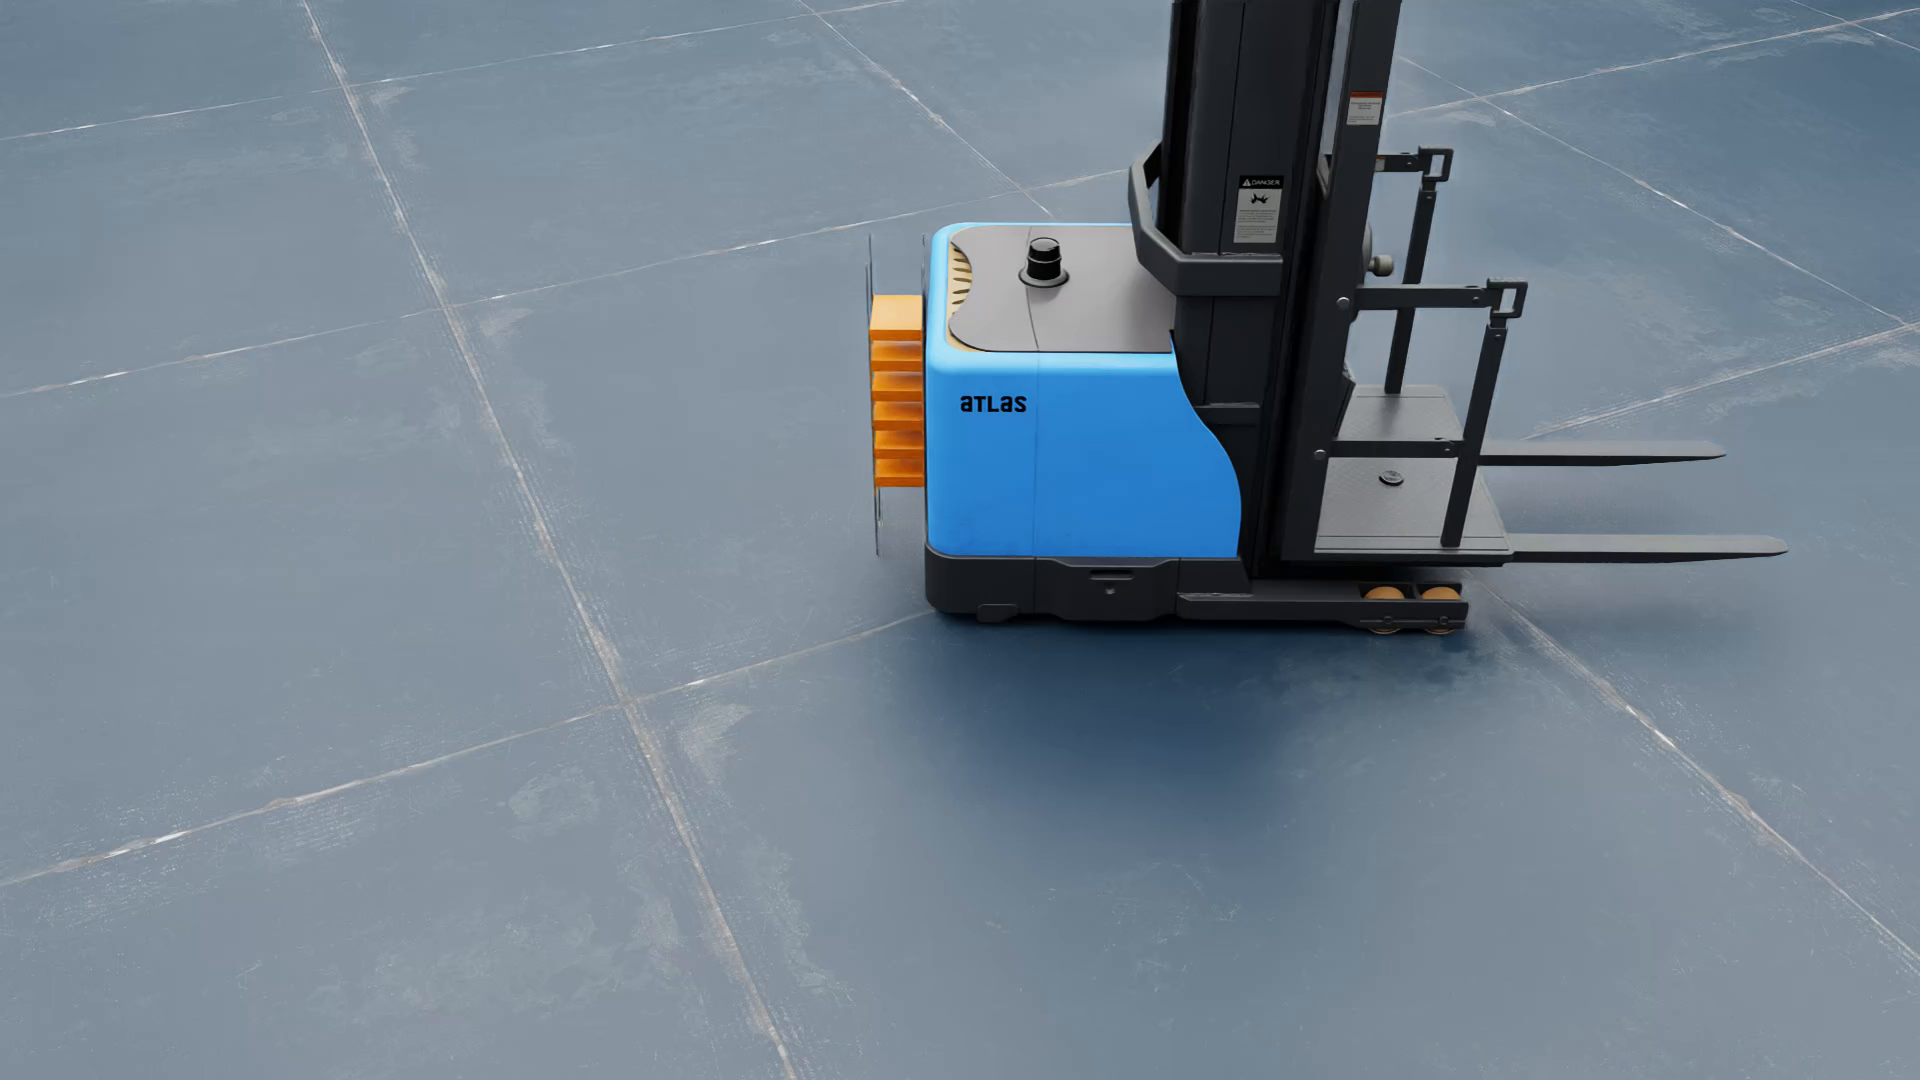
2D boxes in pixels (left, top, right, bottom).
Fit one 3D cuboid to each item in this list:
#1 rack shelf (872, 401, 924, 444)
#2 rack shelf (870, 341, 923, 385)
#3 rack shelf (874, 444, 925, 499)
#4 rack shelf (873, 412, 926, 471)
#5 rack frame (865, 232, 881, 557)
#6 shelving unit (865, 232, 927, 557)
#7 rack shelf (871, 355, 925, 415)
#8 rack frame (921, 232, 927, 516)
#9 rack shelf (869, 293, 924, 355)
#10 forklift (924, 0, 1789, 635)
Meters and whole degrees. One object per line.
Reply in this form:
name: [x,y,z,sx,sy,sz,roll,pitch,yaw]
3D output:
rack shelf: [-0.215,-0.455,5.931,0.180,0.103,0.258,0,37,0]
rack shelf: [-0.215,-0.648,5.788,0.180,0.103,0.258,0,37,0]
rack shelf: [-0.215,-0.262,6.074,0.180,0.103,0.258,0,37,0]
rack shelf: [-0.215,-0.359,6.003,0.180,0.103,0.258,0,37,0]
rack frame: [-0.307,-0.491,5.905,0.006,1.200,0.240,0,37,0]
shelving unit: [-0.215,-0.491,5.905,0.189,1.200,0.258,0,37,0]
rack shelf: [-0.215,-0.552,5.860,0.180,0.103,0.258,0,37,0]
rack frame: [-0.124,-0.490,5.904,0.006,1.200,0.240,0,37,0]
rack shelf: [-0.215,-0.744,5.717,0.180,0.103,0.258,0,37,0]
forklift: [1.397,-1.168,5.365,3.031,2.935,1.130,0,37,0]
